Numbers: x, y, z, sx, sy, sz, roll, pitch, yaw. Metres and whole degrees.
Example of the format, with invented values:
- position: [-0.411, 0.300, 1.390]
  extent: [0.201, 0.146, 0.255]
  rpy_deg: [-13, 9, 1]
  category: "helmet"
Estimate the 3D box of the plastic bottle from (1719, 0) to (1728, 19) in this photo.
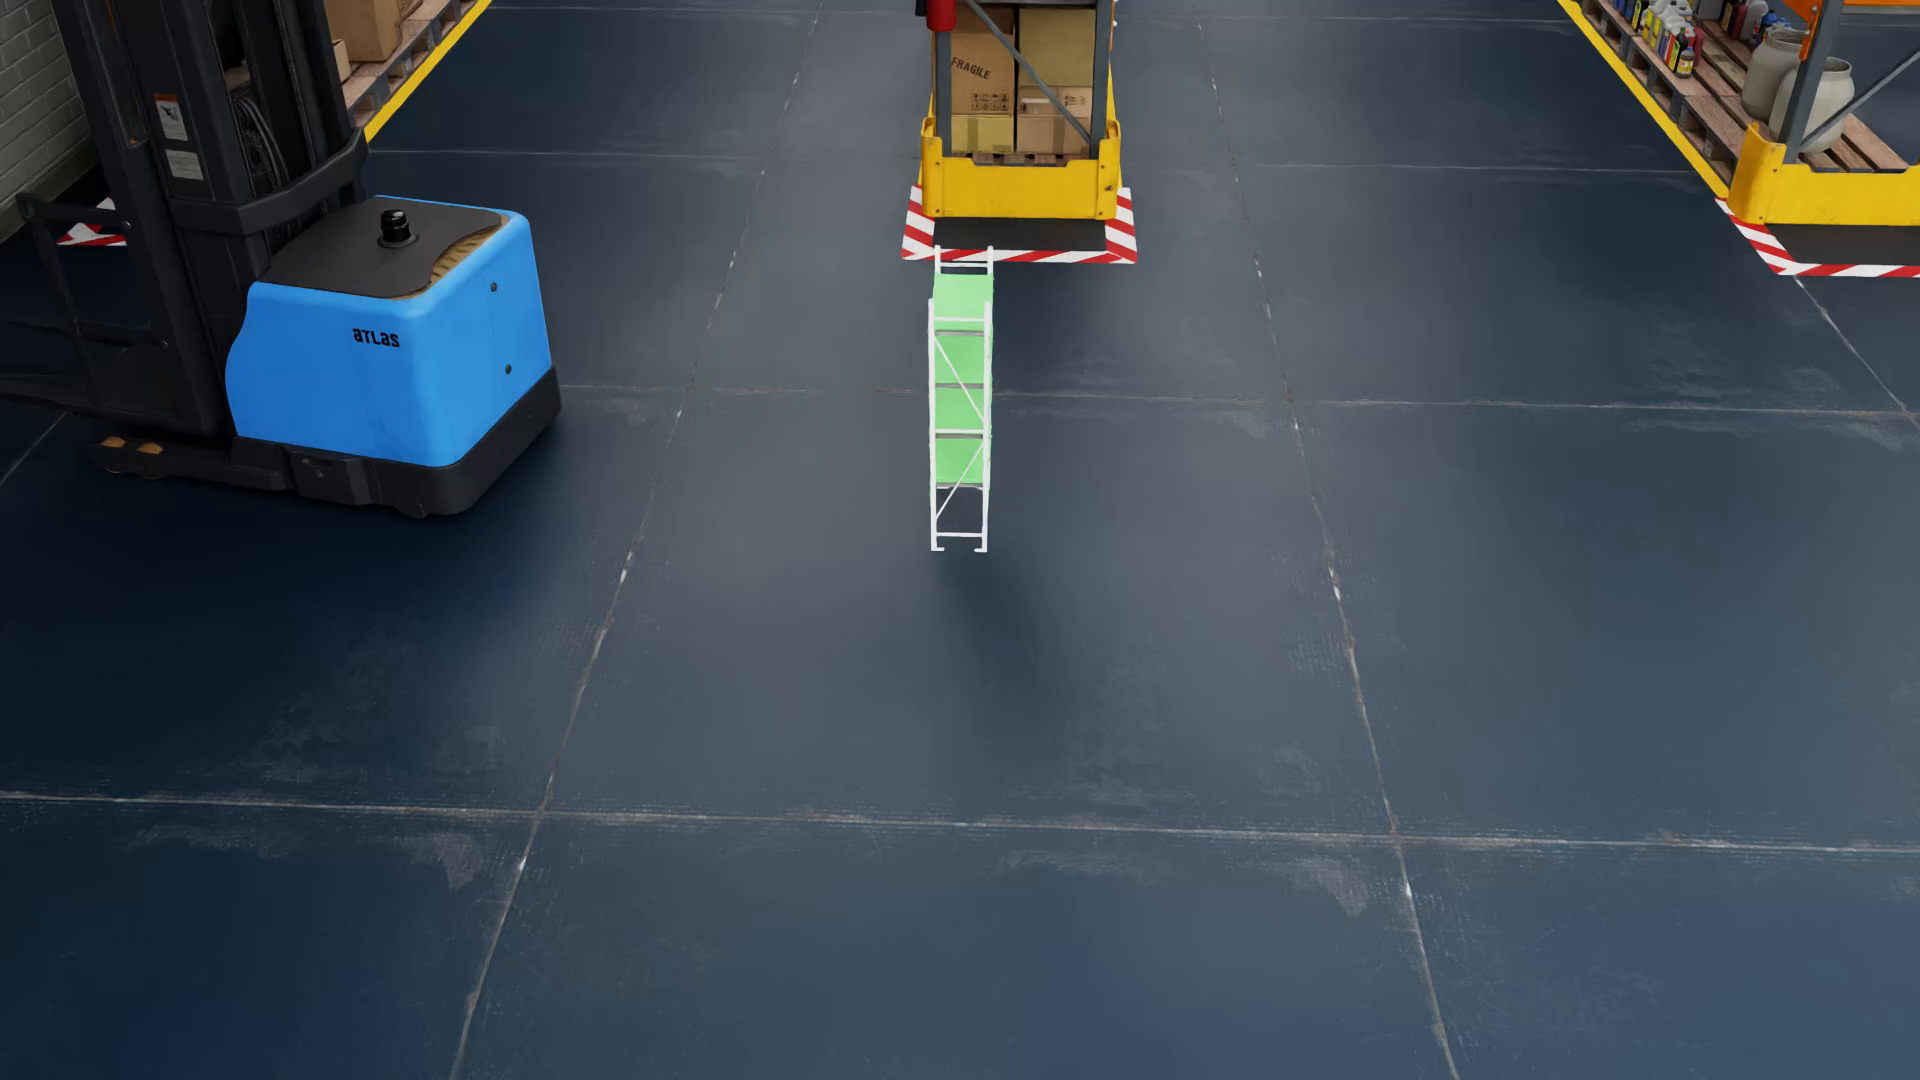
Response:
- position: [5.727, -4.065, 12.346]
  extent: [0.144, 0.351, 0.185]
  rpy_deg: [0, 35, 0]
  category: "plastic bottle"

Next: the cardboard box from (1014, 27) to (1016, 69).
- position: [0.137, -3.498, 11.645]
  extent: [0.500, 0.250, 0.500]
  rpy_deg: [1, 35, 2]
  category: "cardboard box"

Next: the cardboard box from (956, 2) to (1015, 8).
- position: [0.112, -3.518, 11.020]
  extent: [0.500, 0.500, 0.500]
  rpy_deg: [1, 35, 2]
  category: "cardboard box"

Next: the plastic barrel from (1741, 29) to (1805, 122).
- position: [5.282, -2.979, 10.679]
  extent: [0.421, 0.512, 0.421]
  rpy_deg: [0, 35, 0]
  category: "plastic barrel"

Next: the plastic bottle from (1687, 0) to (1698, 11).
- position: [5.590, -4.179, 12.508]
  extent: [0.144, 0.351, 0.185]
  rpy_deg: [1, 35, 2]
  category: "plastic bottle"

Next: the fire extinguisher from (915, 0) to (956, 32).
- position: [-0.107, -3.185, 9.241]
  extent: [0.296, 0.674, 0.183]
  rpy_deg: [1, 35, 2]
  category: "fire extinguisher"

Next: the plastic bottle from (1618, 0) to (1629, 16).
- position: [5.025, -4.098, 12.393]
  extent: [0.144, 0.351, 0.185]
  rpy_deg: [2, 35, 3]
  category: "plastic bottle"

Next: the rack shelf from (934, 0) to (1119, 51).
- position: [0.443, -4.129, 11.142]
  extent: [1.077, 0.370, 4.000]
  rpy_deg: [1, 35, 2]
  category: "rack shelf"

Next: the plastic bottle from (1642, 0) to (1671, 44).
- position: [5.000, -3.745, 11.891]
  extent: [0.144, 0.351, 0.185]
  rpy_deg: [1, 35, 2]
  category: "plastic bottle"

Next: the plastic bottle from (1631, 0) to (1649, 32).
- position: [4.969, -3.868, 12.124]
  extent: [0.061, 0.283, 0.133]
  rpy_deg: [3, 35, 4]
  category: "plastic bottle"

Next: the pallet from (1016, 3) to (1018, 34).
- position: [0.449, -3.975, 12.723]
  extent: [1.003, 0.211, 1.213]
  rpy_deg: [1, 35, 2]
  category: "pallet"

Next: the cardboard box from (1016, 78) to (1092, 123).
- position: [0.623, -2.911, 10.810]
  extent: [0.500, 0.250, 0.500]
  rpy_deg: [1, 35, 2]
  category: "cardboard box"

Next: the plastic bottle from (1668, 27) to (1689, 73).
- position: [4.934, -3.359, 11.401]
  extent: [0.061, 0.283, 0.133]
  rpy_deg: [2, 35, 3]
  category: "plastic bottle"

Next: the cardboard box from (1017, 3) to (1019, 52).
- position: [0.632, -3.506, 11.003]
  extent: [0.500, 0.500, 0.500]
  rpy_deg: [1, 35, 2]
  category: "cardboard box"

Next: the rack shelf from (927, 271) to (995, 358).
- position: [0.007, -0.926, 6.801]
  extent: [0.258, 0.148, 0.480]
  rpy_deg: [1, 35, 2]
  category: "rack shelf"

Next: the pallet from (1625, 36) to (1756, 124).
- position: [5.357, -3.227, 11.658]
  extent: [1.003, 0.211, 1.213]
  rpy_deg: [1, 35, 2]
  category: "pallet"

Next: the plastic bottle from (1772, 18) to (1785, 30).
- position: [5.714, -3.510, 11.626]
  extent: [0.097, 0.271, 0.097]
  rpy_deg: [0, 35, 0]
  category: "plastic bottle"

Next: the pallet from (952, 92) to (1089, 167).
- position: [0.351, -2.574, 10.728]
  extent: [1.003, 0.211, 1.213]
  rpy_deg: [1, 35, 2]
  category: "pallet"

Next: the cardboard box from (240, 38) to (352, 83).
- position: [-4.447, -3.189, 11.135]
  extent: [0.500, 0.311, 0.500]
  rpy_deg: [4, 35, 6]
  category: "cardboard box"

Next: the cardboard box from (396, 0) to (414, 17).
- position: [-4.429, -4.245, 12.472]
  extent: [0.500, 0.500, 0.500]
  rpy_deg: [-1, 35, -2]
  category: "cardboard box"

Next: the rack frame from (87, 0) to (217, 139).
- position: [-4.588, -3.386, 9.460]
  extent: [1.000, 3.000, 0.127]
  rpy_deg: [1, 35, 2]
  category: "rack frame"

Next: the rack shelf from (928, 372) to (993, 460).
- position: [0.007, -0.534, 7.077]
  extent: [0.258, 0.148, 0.480]
  rpy_deg: [1, 35, 2]
  category: "rack shelf"

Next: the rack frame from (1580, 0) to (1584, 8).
- position: [5.472, -5.456, 12.404]
  extent: [1.000, 3.000, 0.127]
  rpy_deg: [1, 35, 2]
  category: "rack frame"

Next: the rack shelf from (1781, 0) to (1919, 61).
- position: [5.392, -4.012, 10.976]
  extent: [1.077, 0.370, 4.000]
  rpy_deg: [1, 35, 2]
  category: "rack shelf"

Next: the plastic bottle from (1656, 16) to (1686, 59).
- position: [4.990, -3.512, 11.625]
  extent: [0.152, 0.276, 0.135]
  rpy_deg: [0, 35, 1]
  category: "plastic bottle"

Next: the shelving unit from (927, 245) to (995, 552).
- position: [0.007, -0.586, 7.040]
  extent: [0.258, 1.200, 0.503]
  rpy_deg: [1, 35, 2]
  category: "shelving unit"

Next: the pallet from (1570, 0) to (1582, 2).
- position: [5.465, -4.767, 13.849]
  extent: [1.003, 0.211, 1.213]
  rpy_deg: [1, 35, 2]
  category: "pallet"

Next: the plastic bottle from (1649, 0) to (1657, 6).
- position: [5.049, -3.871, 12.140]
  extent: [0.097, 0.271, 0.097]
  rpy_deg: [0, 35, 0]
  category: "plastic bottle"

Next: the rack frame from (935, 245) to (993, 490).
- position: [0.016, -0.726, 7.240]
  extent: [0.240, 1.200, 0.015]
  rpy_deg: [1, 35, 2]
  category: "rack frame"

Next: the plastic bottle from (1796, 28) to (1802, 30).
- position: [5.723, -3.390, 11.445]
  extent: [0.061, 0.283, 0.133]
  rpy_deg: [2, 35, 3]
  category: "plastic bottle"

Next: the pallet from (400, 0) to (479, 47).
- position: [-4.419, -4.157, 12.981]
  extent: [1.003, 0.211, 1.213]
  rpy_deg: [1, 35, 2]
  category: "pallet"

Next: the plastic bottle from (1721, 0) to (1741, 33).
- position: [5.610, -3.839, 12.084]
  extent: [0.061, 0.283, 0.133]
  rpy_deg: [1, 35, 2]
  category: "plastic bottle"

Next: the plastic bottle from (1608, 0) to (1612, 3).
- position: [5.013, -4.201, 12.670]
  extent: [0.097, 0.201, 0.097]
  rpy_deg: [0, 35, 0]
  category: "plastic bottle"

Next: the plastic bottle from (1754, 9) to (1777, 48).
- position: [5.722, -3.627, 11.792]
  extent: [0.097, 0.271, 0.097]
  rpy_deg: [0, 35, 0]
  category: "plastic bottle"

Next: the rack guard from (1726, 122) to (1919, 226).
- position: [5.268, -2.180, 9.916]
  extent: [1.175, 0.500, 0.348]
  rpy_deg: [1, 35, 2]
  category: "rack guard"

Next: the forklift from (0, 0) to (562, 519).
- position: [-3.497, -1.759, 7.204]
  extent: [3.031, 2.935, 1.130]
  rpy_deg: [9, 36, 13]
  category: "forklift"

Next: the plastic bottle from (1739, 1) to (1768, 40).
- position: [5.703, -3.756, 11.971]
  extent: [0.152, 0.276, 0.135]
  rpy_deg: [2, 35, 3]
  category: "plastic bottle"
